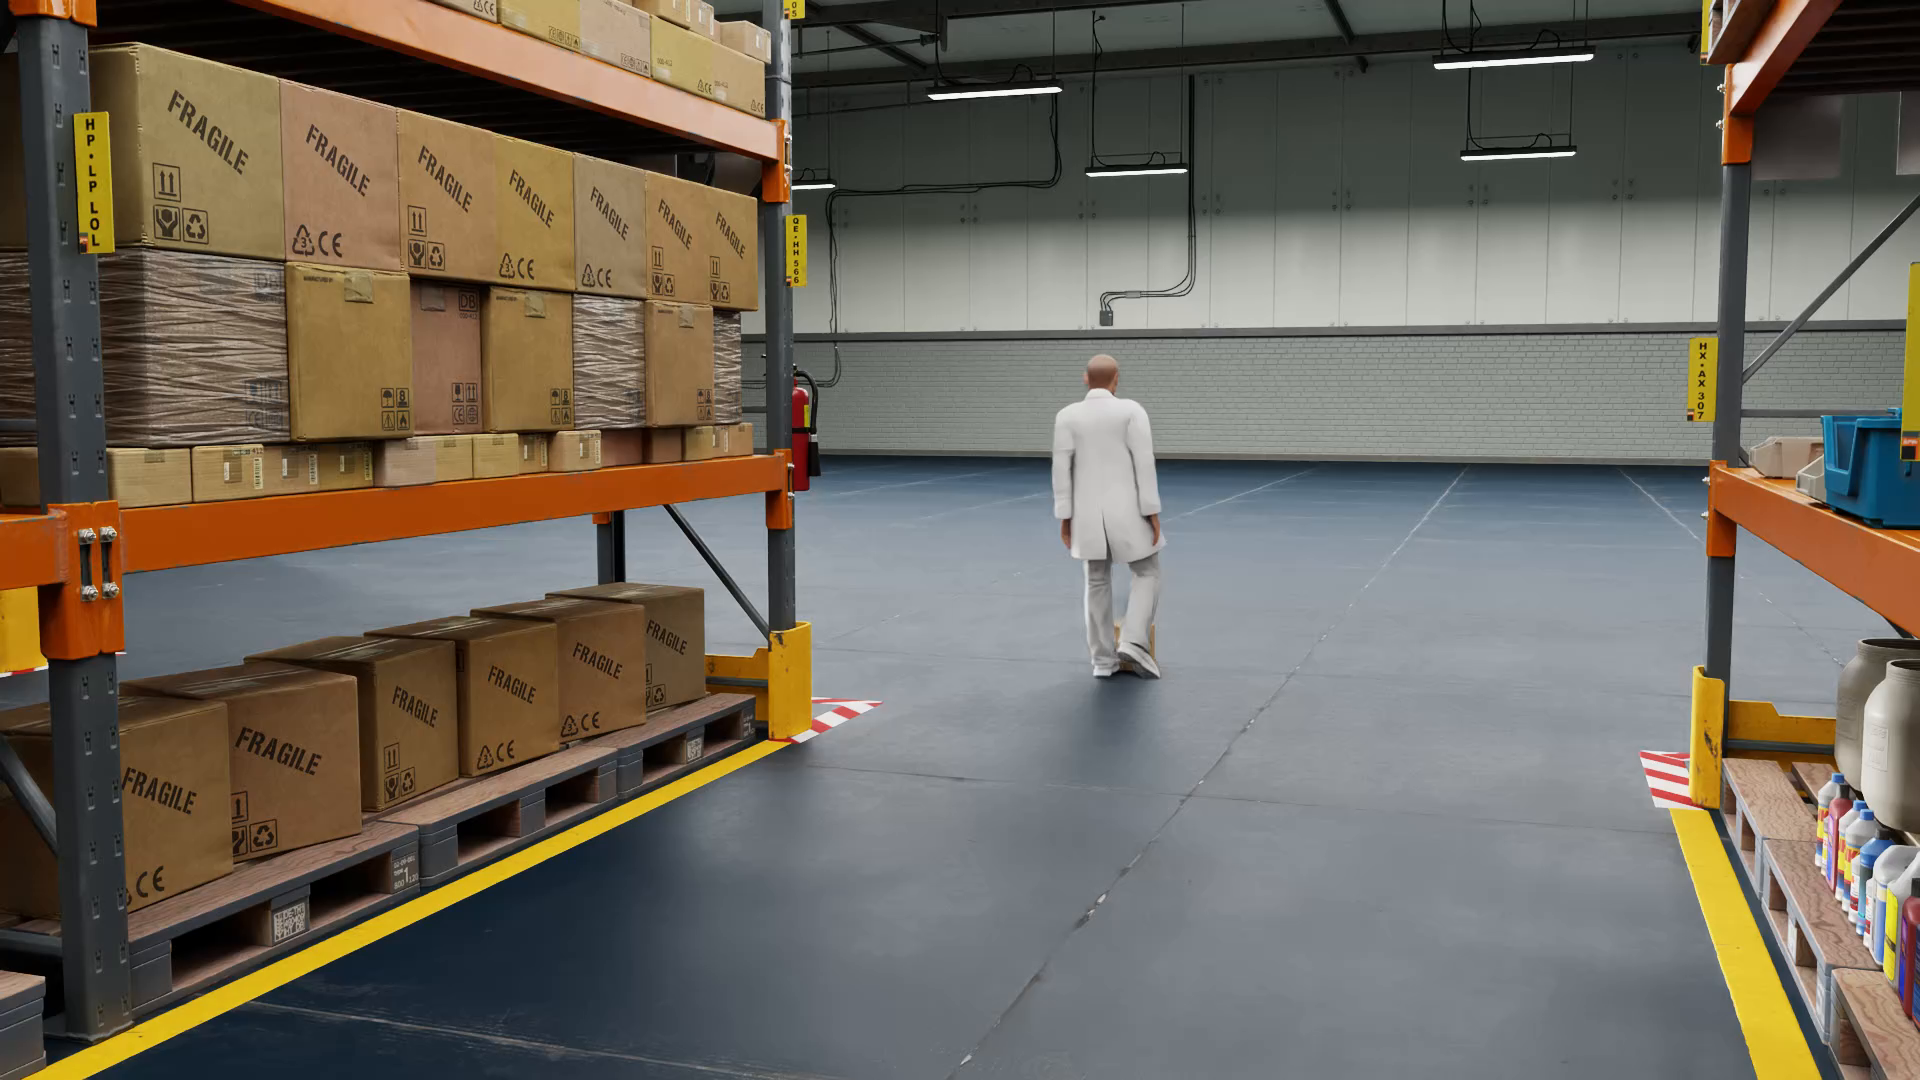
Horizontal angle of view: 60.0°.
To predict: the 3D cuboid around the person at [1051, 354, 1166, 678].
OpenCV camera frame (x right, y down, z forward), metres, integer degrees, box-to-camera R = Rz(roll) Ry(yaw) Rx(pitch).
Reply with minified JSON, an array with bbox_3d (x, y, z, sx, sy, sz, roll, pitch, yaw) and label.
[{"bbox_3d":[0.829,-0.128,9.127,0.607,1.771,0.585,2,5,18],"label":"person"}]
